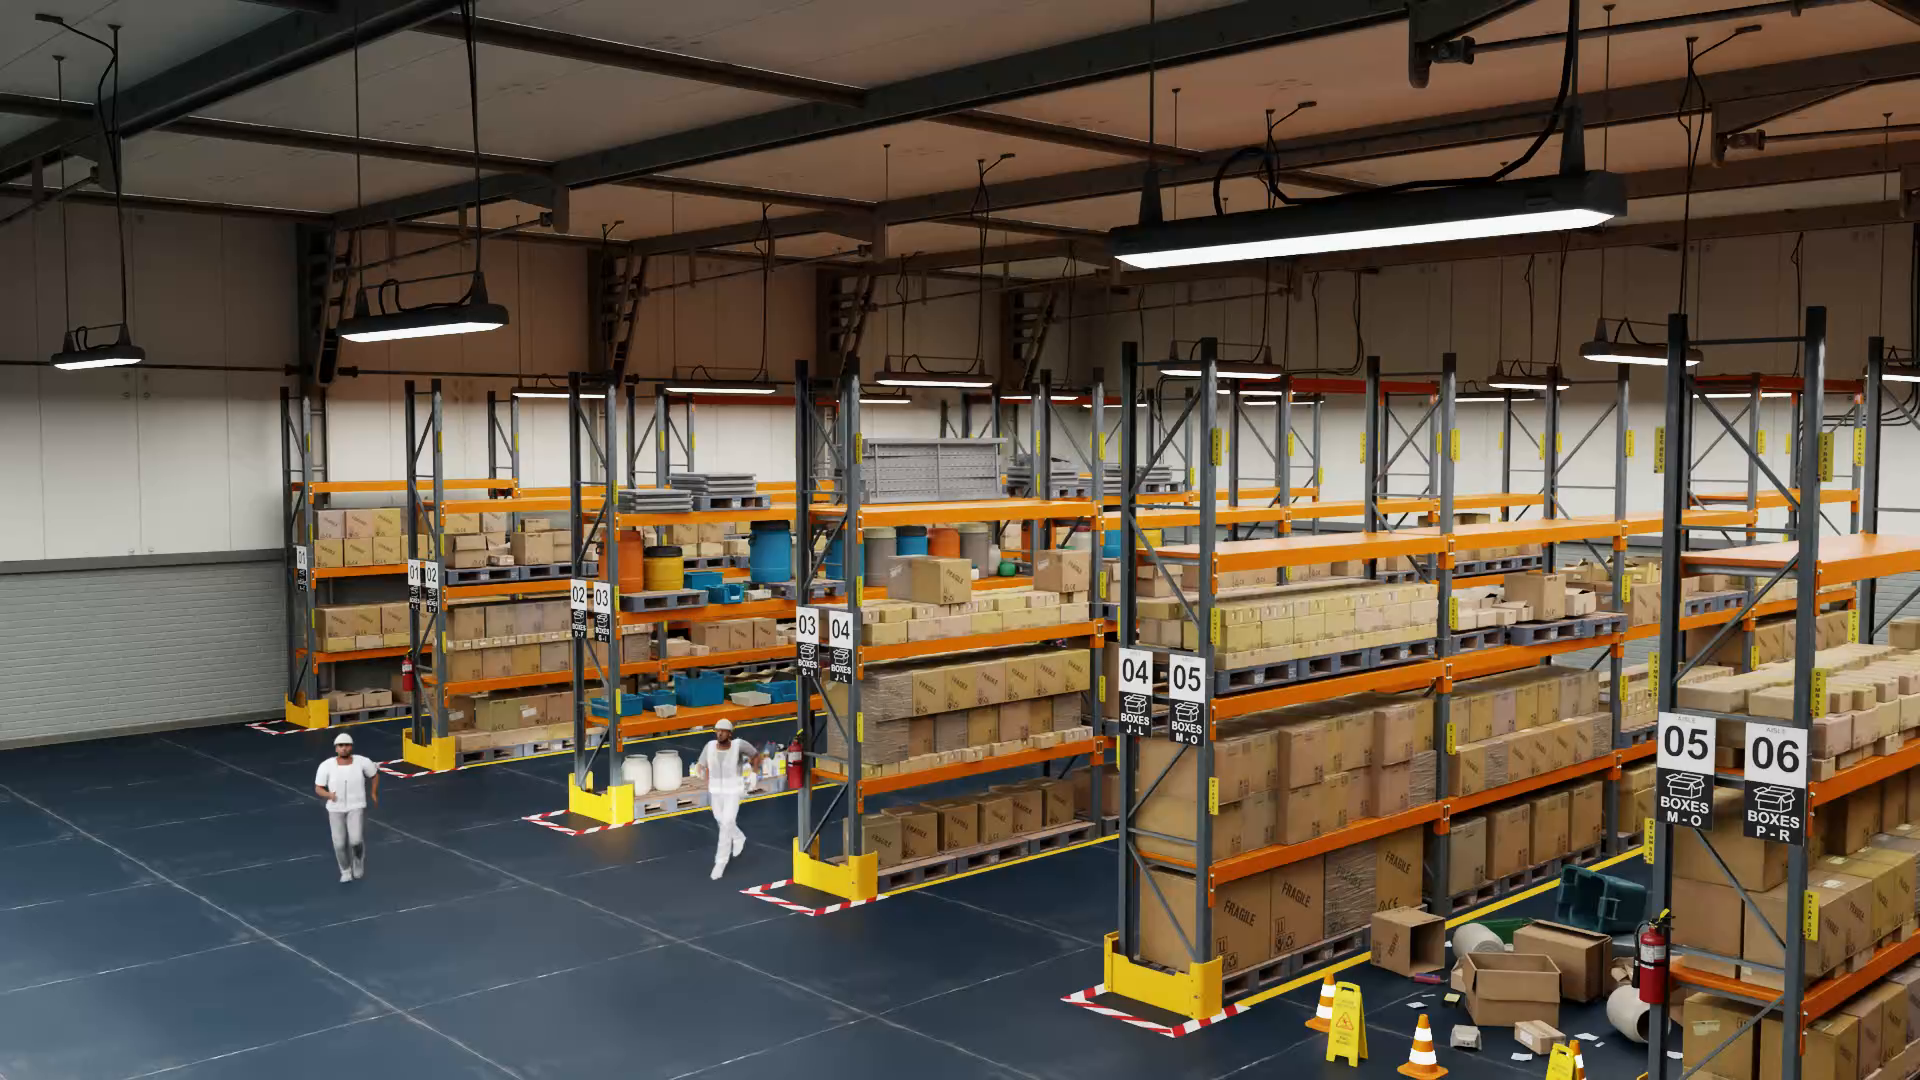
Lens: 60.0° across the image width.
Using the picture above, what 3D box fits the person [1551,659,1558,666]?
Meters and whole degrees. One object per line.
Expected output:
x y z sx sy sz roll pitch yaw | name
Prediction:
9.298 2.686 26.080 0.742 1.648 0.618 -3 5 -42 | person

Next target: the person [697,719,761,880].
-2.771 3.007 19.714 0.703 1.805 1.000 1 4 15 | person

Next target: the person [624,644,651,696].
-5.926 2.362 30.044 0.640 1.742 0.636 3 5 43 | person

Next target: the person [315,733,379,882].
-7.007 3.073 19.009 0.685 1.725 0.623 -1 4 -17 | person
